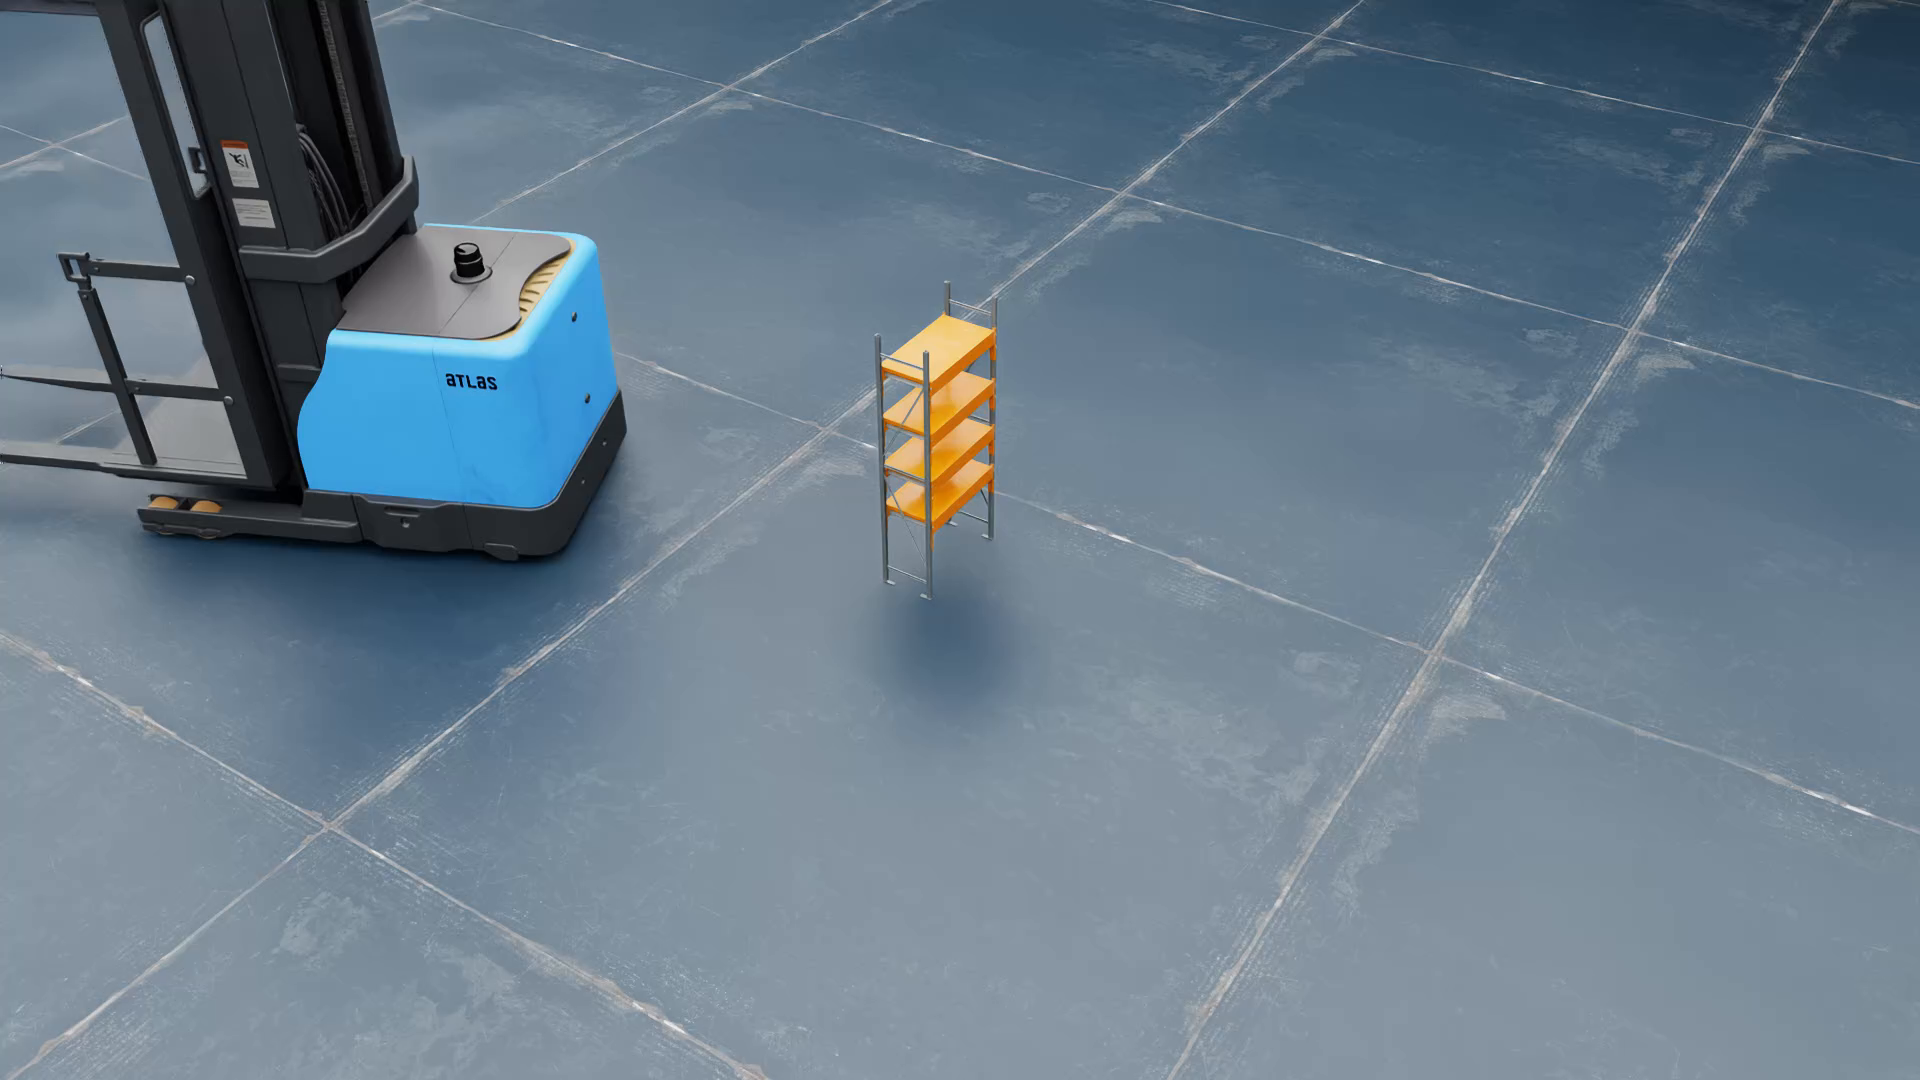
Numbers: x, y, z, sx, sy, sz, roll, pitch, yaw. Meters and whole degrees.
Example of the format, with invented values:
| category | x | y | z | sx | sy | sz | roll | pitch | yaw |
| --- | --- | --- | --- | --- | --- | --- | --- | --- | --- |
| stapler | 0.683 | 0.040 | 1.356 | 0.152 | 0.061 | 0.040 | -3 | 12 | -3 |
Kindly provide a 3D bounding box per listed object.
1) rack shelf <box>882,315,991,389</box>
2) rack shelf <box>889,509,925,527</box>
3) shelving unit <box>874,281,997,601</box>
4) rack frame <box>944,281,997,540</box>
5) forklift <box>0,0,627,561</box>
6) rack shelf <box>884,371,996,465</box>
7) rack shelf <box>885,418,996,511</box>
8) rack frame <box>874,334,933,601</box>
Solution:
| category | x | y | z | sx | sy | sz | roll | pitch | yaw |
| --- | --- | --- | --- | --- | --- | --- | --- | --- | --- |
| rack shelf | -0.089 | -0.732 | 6.509 | 0.221 | 0.050 | 0.457 | 21 | 42 | 25 |
| rack shelf | -0.089 | -0.202 | 6.918 | 0.199 | 0.029 | 0.442 | 21 | 42 | 25 |
| shelving unit | -0.089 | -0.390 | 6.773 | 0.258 | 1.200 | 0.503 | 21 | 42 | 25 |
| rack frame | 0.042 | -0.516 | 6.936 | 0.240 | 1.200 | 0.015 | 21 | 42 | 25 |
| forklift | -3.121 | -1.479 | 6.768 | 3.031 | 2.935 | 1.130 | 5 | 38 | 7 |
| rack shelf | -0.089 | -0.514 | 6.677 | 0.258 | 0.148 | 0.480 | 21 | 42 | 25 |
| rack shelf | -0.089 | -0.337 | 6.814 | 0.258 | 0.148 | 0.480 | 21 | 42 | 25 |
| rack frame | -0.219 | -0.264 | 6.610 | 0.240 | 1.200 | 0.015 | 21 | 42 | 25 |
